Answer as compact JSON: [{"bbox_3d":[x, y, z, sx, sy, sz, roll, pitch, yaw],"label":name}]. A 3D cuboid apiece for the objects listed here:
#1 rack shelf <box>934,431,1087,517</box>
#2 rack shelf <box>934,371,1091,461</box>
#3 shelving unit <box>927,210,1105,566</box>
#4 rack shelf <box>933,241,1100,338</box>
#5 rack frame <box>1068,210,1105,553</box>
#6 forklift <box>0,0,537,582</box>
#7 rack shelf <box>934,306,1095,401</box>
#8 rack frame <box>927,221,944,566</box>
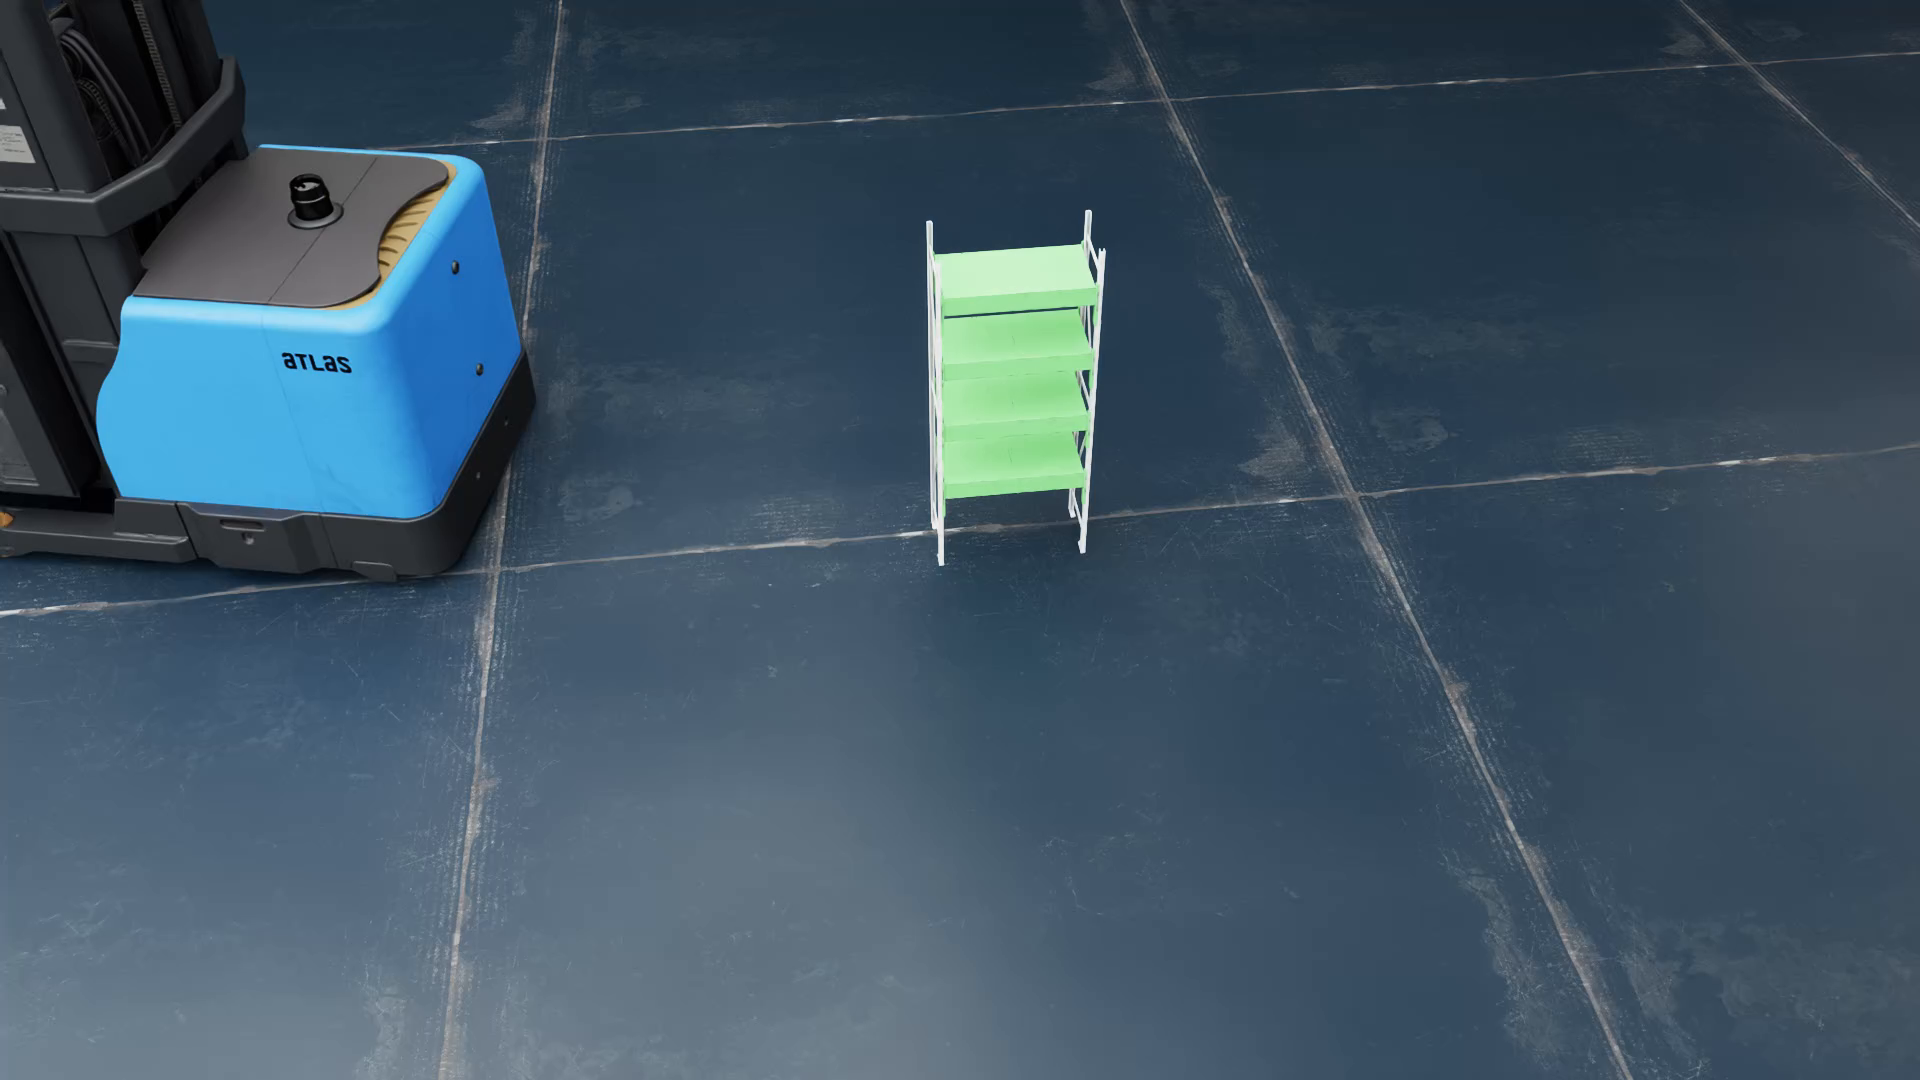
[{"bbox_3d":[0.164,-0.234,5.568,0.480,0.148,0.258,-5,42,-6],"label":"rack shelf"},{"bbox_3d":[0.164,-0.412,5.407,0.480,0.148,0.258,-5,42,-6],"label":"rack shelf"},{"bbox_3d":[0.164,-0.460,5.364,0.503,1.200,0.258,-5,42,-6],"label":"shelving unit"},{"bbox_3d":[0.164,-0.769,5.085,0.480,0.148,0.258,-5,42,-6],"label":"rack shelf"},{"bbox_3d":[0.406,-0.481,5.388,0.015,1.200,0.240,-5,42,-6],"label":"rack frame"},{"bbox_3d":[-3.135,-1.375,5.086,3.031,2.935,1.130,4,42,5],"label":"forklift"},{"bbox_3d":[0.164,-0.591,5.246,0.480,0.148,0.258,-5,42,-6],"label":"rack shelf"},{"bbox_3d":[-0.078,-0.439,5.341,0.015,1.200,0.240,-5,42,-6],"label":"rack frame"}]
